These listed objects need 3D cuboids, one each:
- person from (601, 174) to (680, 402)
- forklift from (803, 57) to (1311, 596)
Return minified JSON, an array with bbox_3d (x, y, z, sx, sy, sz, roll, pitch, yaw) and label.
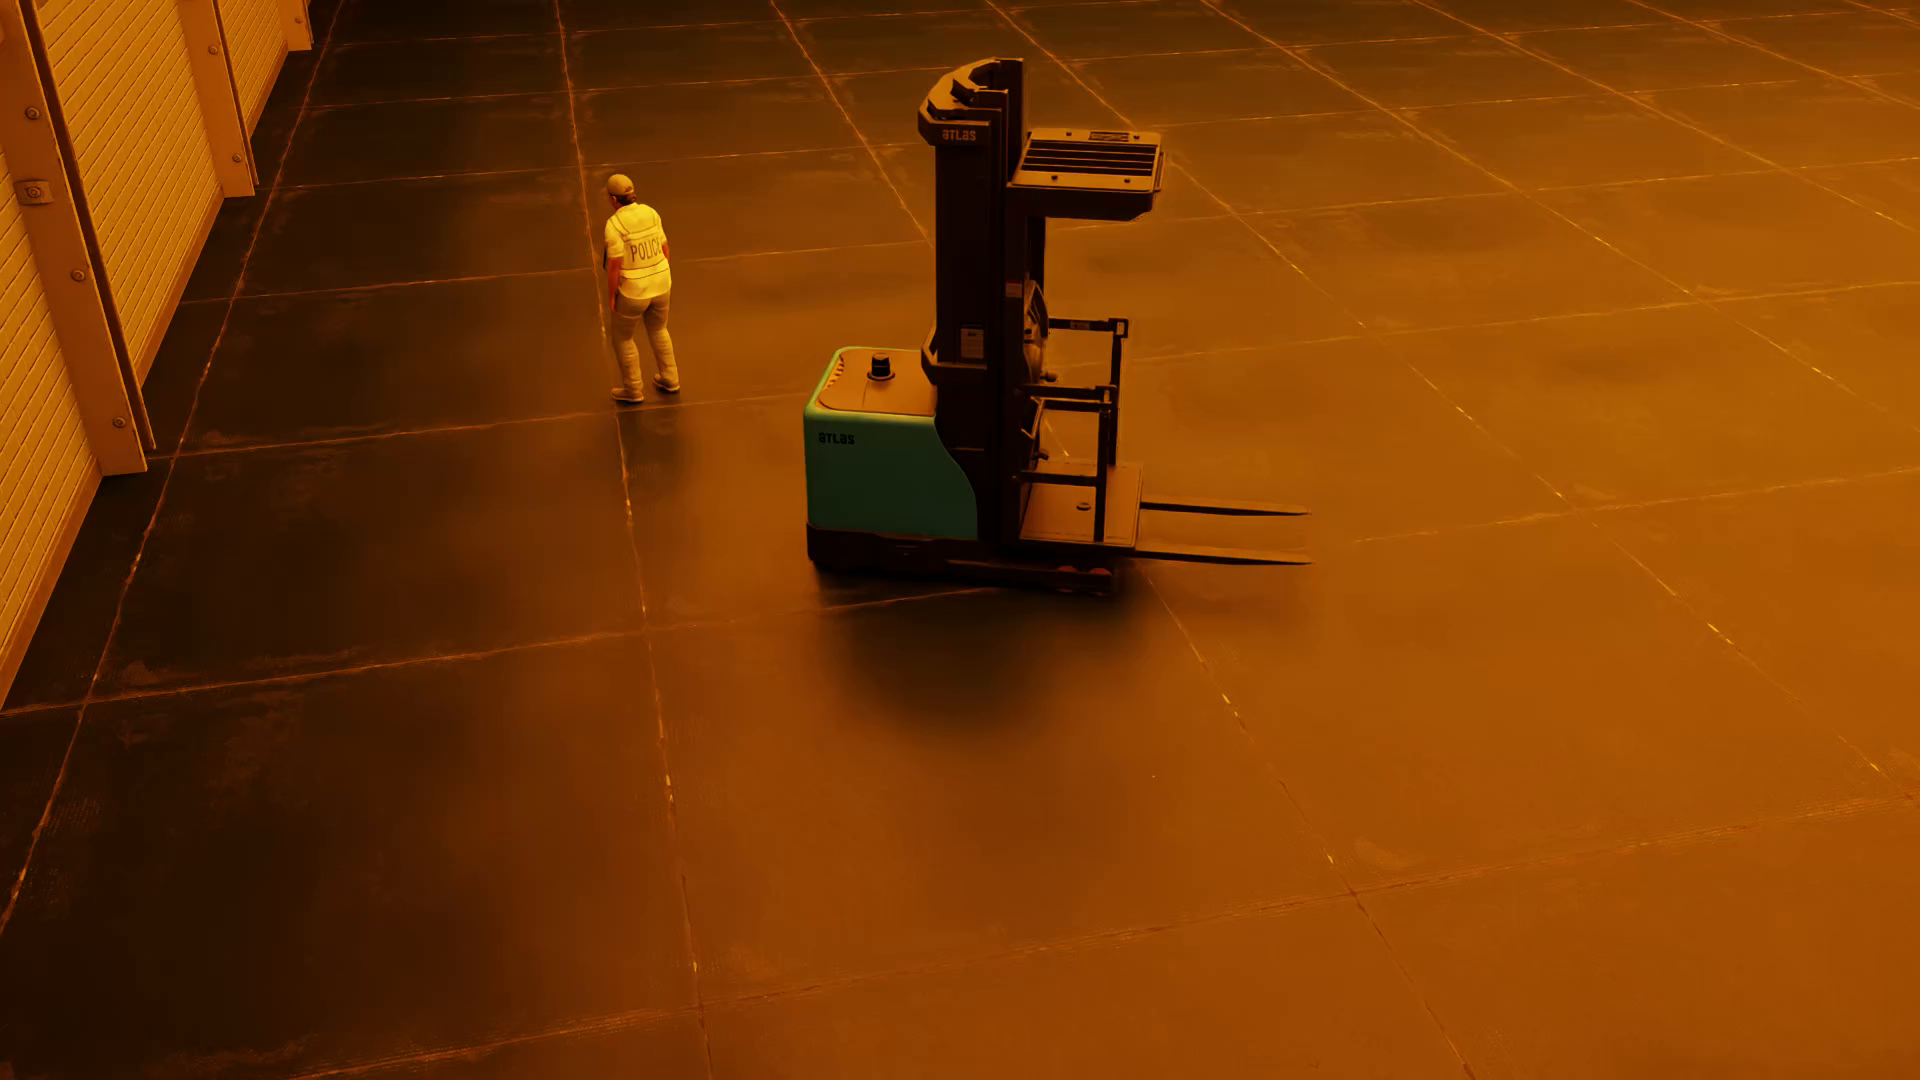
[{"bbox_3d":[-2.327,-1.809,11.973,0.459,1.670,0.530,26,39,37],"label":"person"},{"bbox_3d":[0.628,-1.220,9.682,3.031,2.935,1.130,4,30,8],"label":"forklift"}]
